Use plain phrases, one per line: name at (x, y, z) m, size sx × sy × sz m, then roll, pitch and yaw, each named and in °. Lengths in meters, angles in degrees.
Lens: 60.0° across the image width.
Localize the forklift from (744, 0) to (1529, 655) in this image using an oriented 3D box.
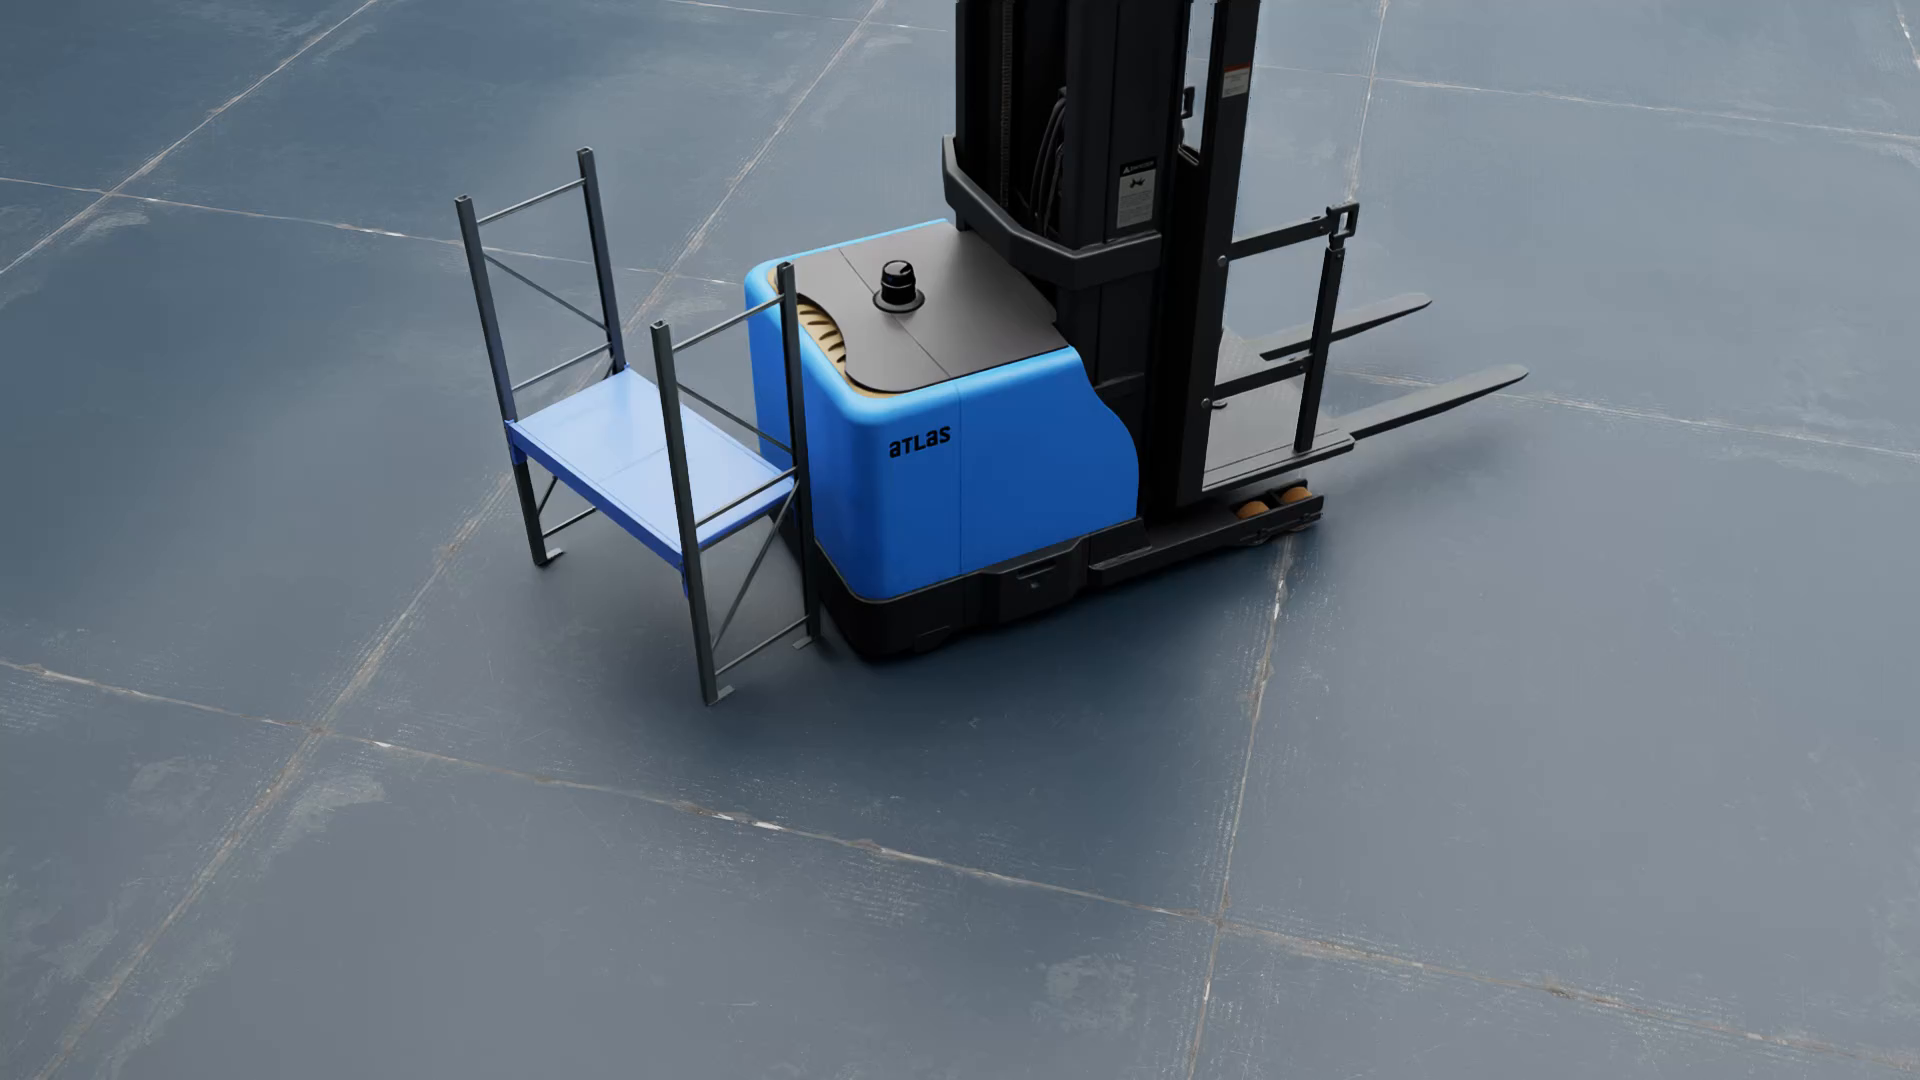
forklift at (0.797, -1.387, 5.623) m, size 3.031 × 2.935 × 1.130 m, roll -18°, pitch 43°, yaw -20°

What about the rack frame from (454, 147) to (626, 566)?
rack frame at (-1.389, -0.597, 5.795) m, size 0.500 × 1.500 × 0.032 m, roll -32°, pitch 50°, yaw -33°

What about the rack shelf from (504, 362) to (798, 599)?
rack shelf at (-1.032, -0.227, 5.633) m, size 0.538 × 0.185 × 1.000 m, roll -32°, pitch 50°, yaw -33°

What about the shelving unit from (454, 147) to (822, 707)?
shelving unit at (-1.032, -0.364, 5.518) m, size 0.538 × 1.500 × 1.048 m, roll -32°, pitch 50°, yaw -33°

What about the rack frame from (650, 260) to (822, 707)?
rack frame at (-0.676, -0.132, 5.240) m, size 0.500 × 1.500 × 0.032 m, roll -32°, pitch 50°, yaw -33°
